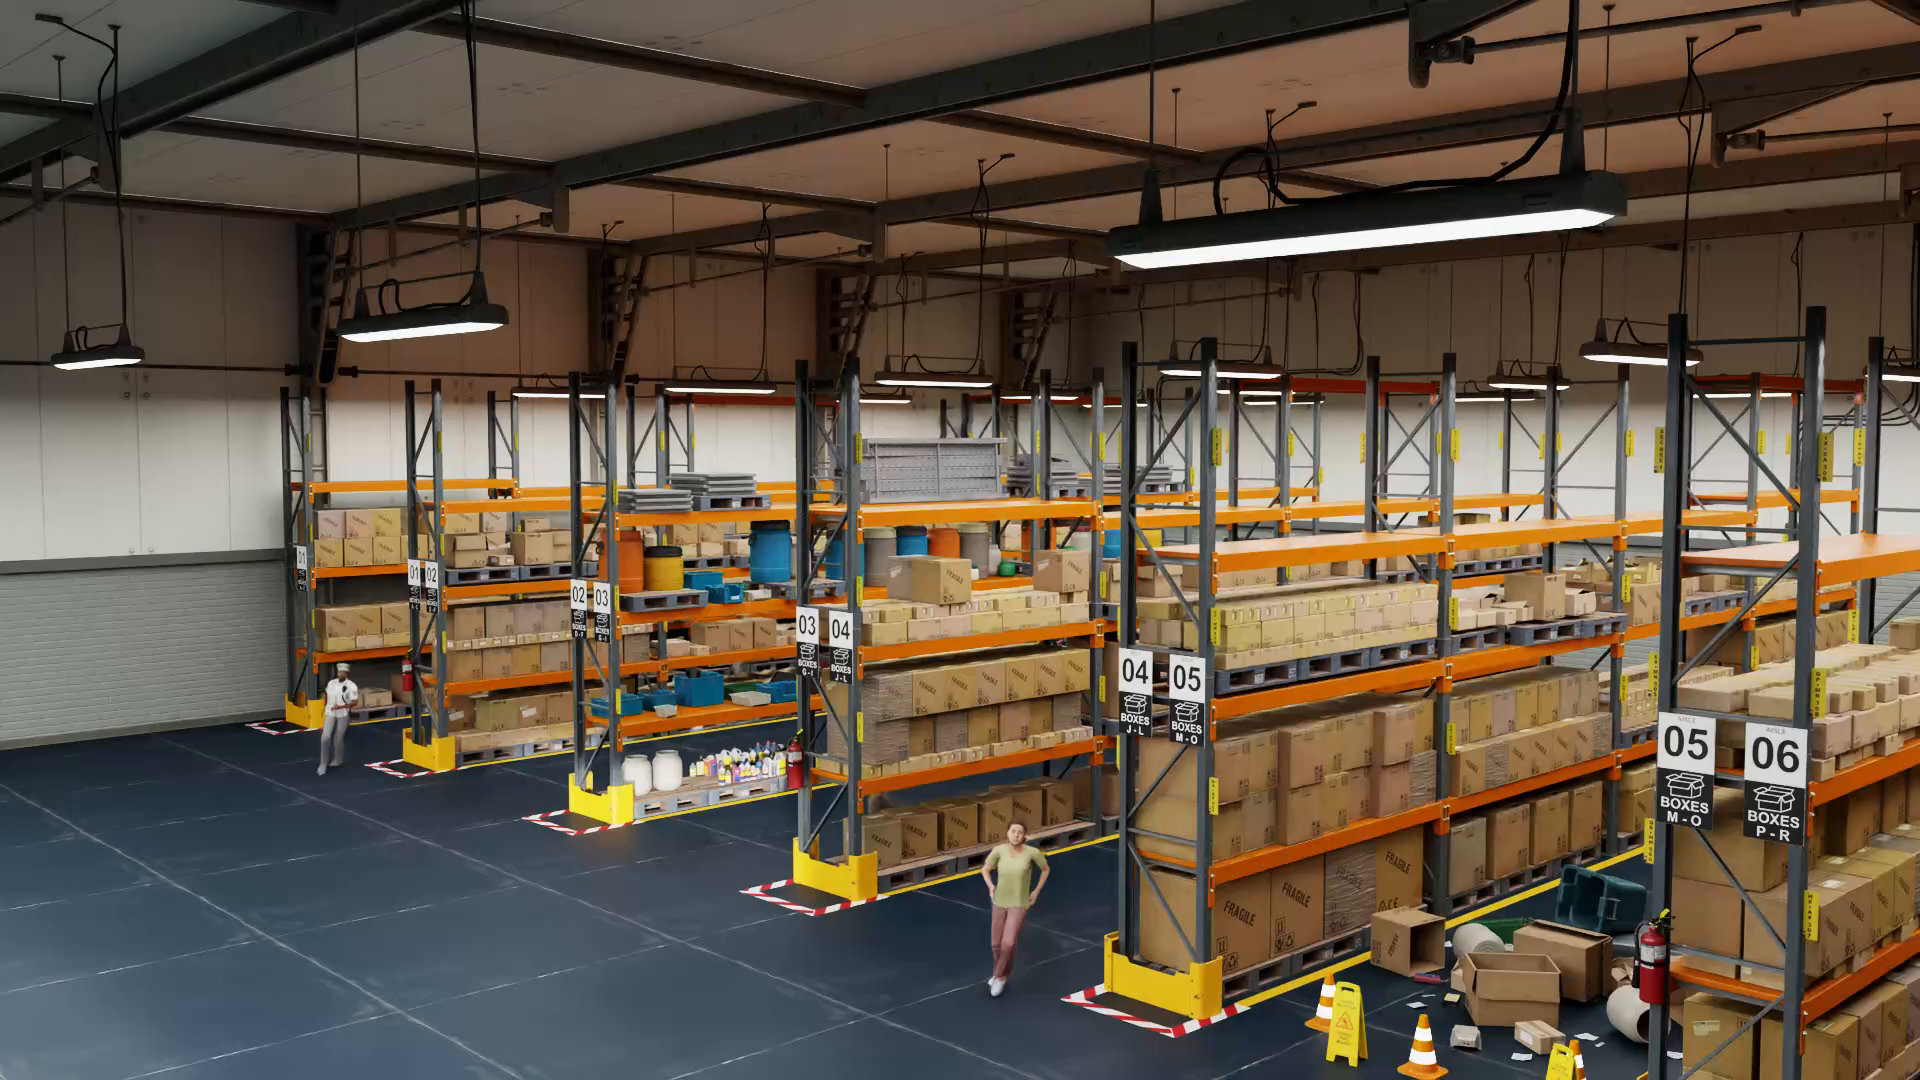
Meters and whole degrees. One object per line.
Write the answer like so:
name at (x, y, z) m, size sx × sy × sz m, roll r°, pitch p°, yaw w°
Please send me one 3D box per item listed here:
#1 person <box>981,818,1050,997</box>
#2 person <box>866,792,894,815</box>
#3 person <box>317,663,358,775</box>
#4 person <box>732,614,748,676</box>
person at (0.487, 3.359, 15.265) m, size 0.603 × 1.644 × 0.626 m, roll 1°, pitch 4°, yaw 18°
person at (-1.066, 2.935, 21.244) m, size 0.648 × 1.775 × 0.851 m, roll 3°, pitch 5°, yaw 43°
person at (-9.510, 2.714, 25.483) m, size 0.592 × 1.668 × 0.677 m, roll 0°, pitch 4°, yaw -4°
person at (-4.255, 2.222, 32.639) m, size 0.736 × 1.722 × 0.605 m, roll 4°, pitch 5°, yaw 45°
